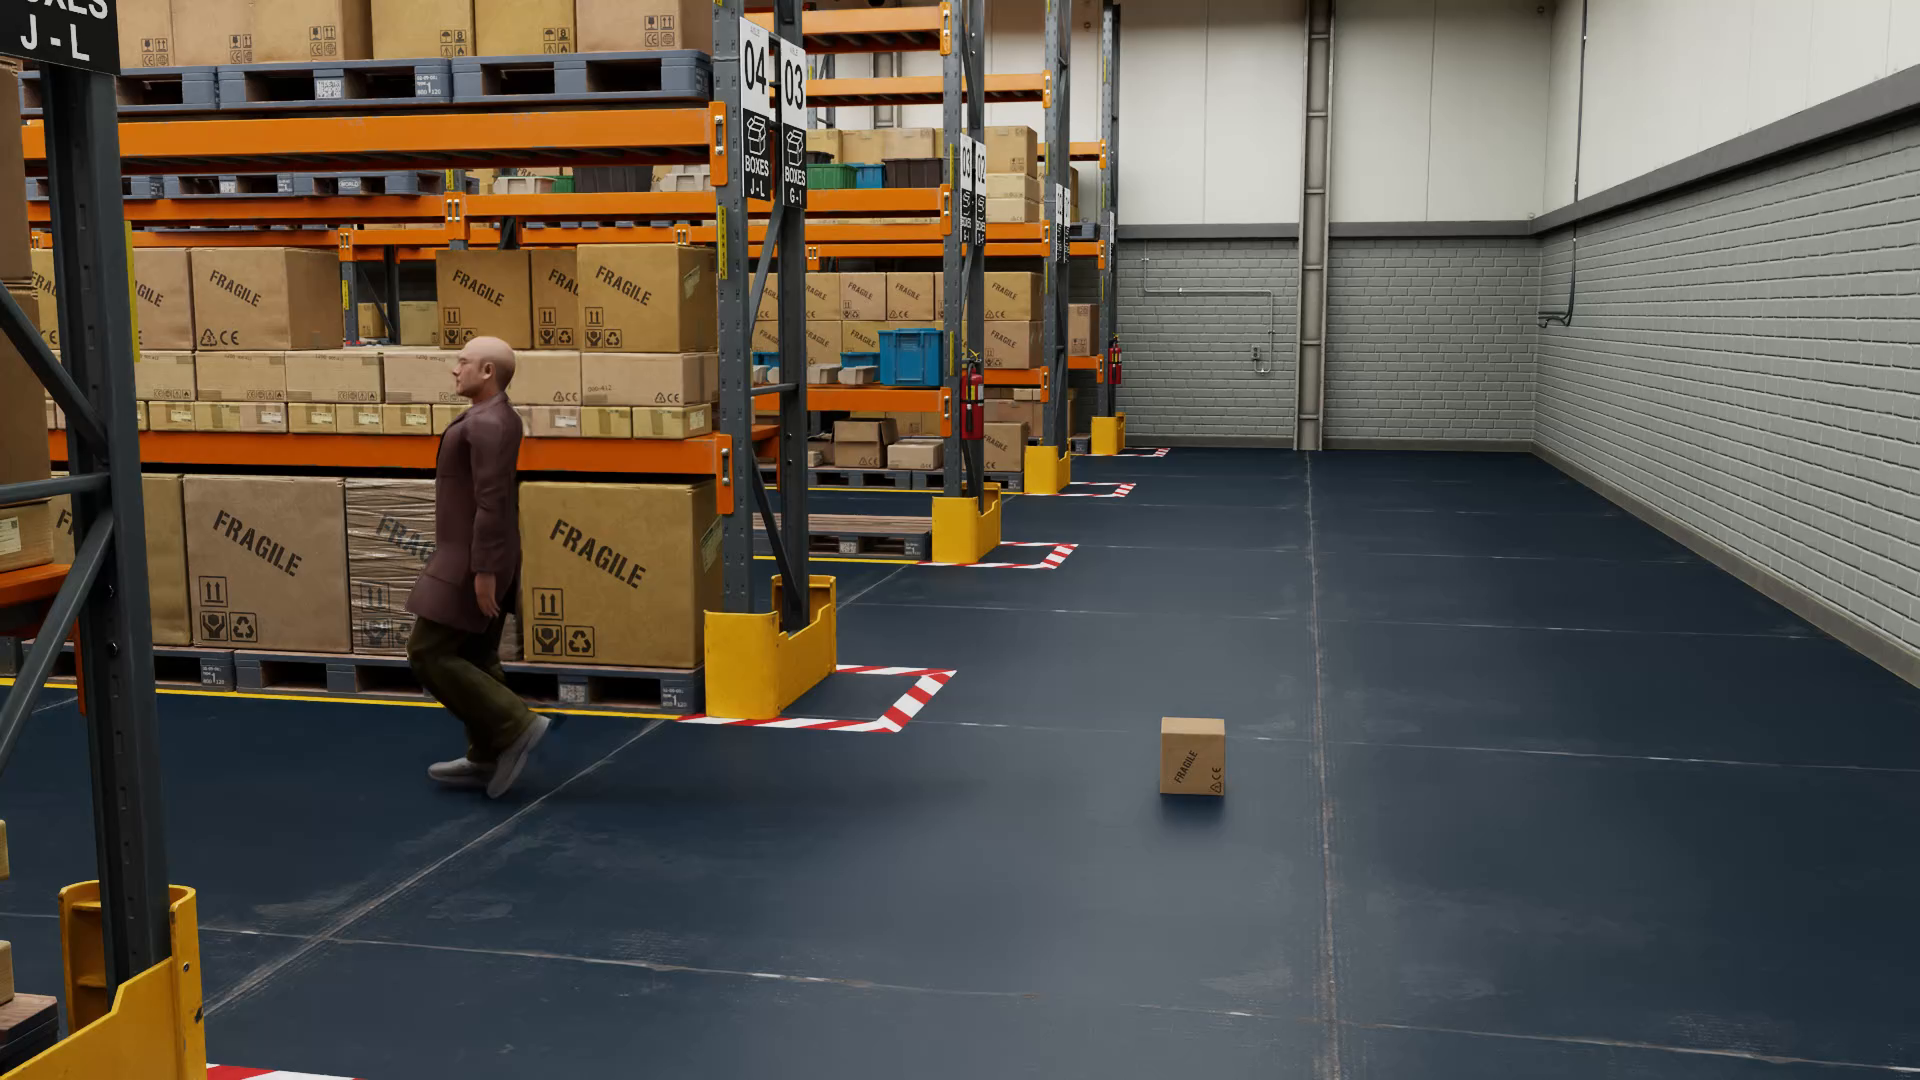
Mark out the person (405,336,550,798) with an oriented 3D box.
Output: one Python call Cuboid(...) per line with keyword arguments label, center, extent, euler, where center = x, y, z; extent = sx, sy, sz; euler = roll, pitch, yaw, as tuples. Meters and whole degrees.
Cuboid(label="person", center=(-1.870, 0.103, 6.475), extent=(0.534, 1.780, 0.593), euler=(-1, 8, -5))
